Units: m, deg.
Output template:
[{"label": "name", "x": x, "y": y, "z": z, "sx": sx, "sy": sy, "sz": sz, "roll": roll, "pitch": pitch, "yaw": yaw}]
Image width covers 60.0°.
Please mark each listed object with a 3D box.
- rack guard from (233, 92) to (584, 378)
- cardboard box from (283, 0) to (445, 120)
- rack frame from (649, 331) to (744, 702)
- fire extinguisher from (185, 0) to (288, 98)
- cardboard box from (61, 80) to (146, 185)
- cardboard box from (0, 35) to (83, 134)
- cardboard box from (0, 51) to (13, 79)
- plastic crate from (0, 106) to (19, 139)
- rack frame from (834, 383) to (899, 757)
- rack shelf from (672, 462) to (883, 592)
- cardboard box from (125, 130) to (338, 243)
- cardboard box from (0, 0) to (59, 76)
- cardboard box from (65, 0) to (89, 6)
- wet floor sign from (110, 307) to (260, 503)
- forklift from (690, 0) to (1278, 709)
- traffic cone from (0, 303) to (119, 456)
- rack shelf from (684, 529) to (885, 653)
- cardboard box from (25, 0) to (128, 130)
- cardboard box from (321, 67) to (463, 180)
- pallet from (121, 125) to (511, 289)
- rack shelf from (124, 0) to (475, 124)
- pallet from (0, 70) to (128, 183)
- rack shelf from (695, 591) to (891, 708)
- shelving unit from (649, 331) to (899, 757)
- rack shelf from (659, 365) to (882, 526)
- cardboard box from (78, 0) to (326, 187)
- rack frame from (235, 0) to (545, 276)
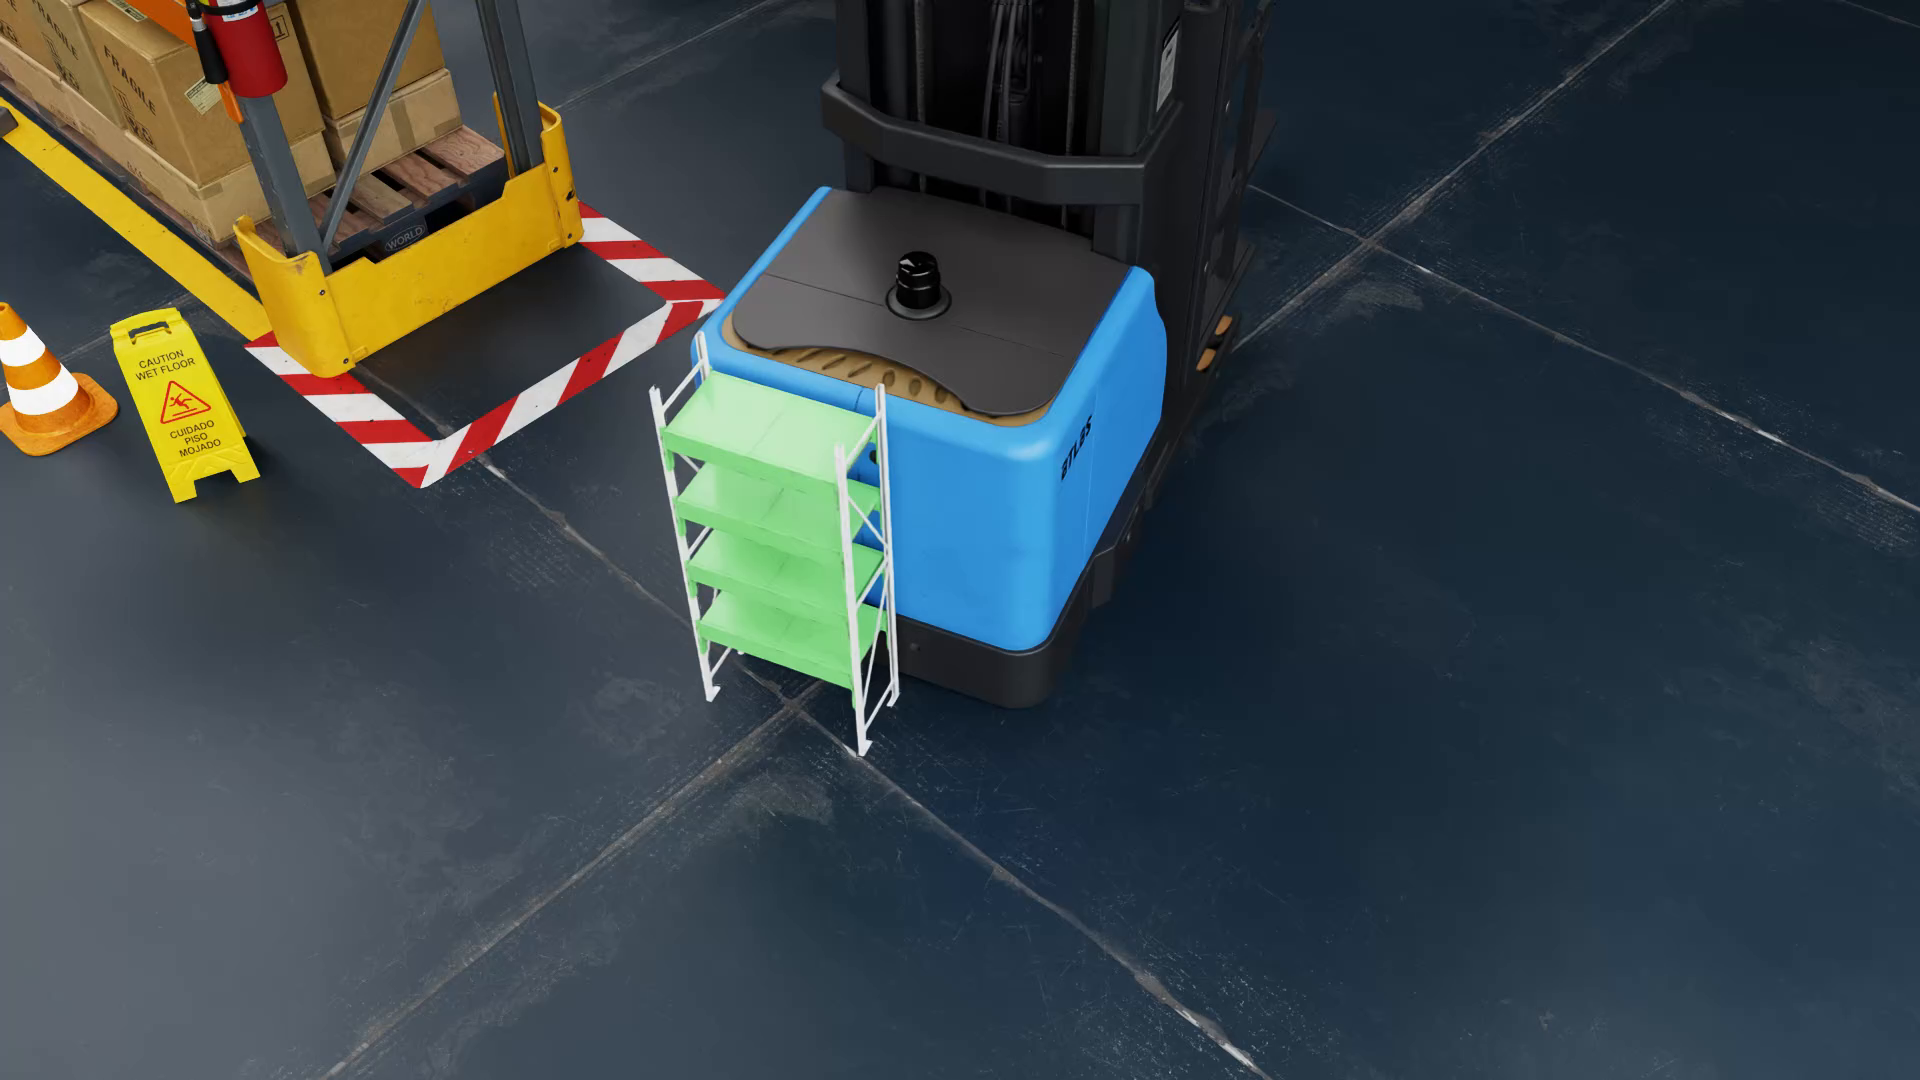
[{"label": "rack guard", "x": -1.931, "y": -1.112, "z": 5.951, "sx": 0.348, "sy": 0.500, "sz": 1.175, "roll": 34, "pitch": 55, "yaw": 28}, {"label": "cardboard box", "x": -2.298, "y": -1.948, "z": 6.105, "sx": 0.500, "sy": 0.500, "sz": 0.500, "roll": 32, "pitch": 55, "yaw": 27}, {"label": "rack frame", "x": -0.680, "y": -0.022, "z": 4.447, "sx": 0.015, "sy": 1.200, "sz": 0.240, "roll": 17, "pitch": 50, "yaw": 16}, {"label": "fire extinguisher", "x": -2.104, "y": -1.600, "z": 4.748, "sx": 0.183, "sy": 0.674, "sz": 0.296, "roll": 34, "pitch": 55, "yaw": 28}, {"label": "cardboard box", "x": -3.027, "y": -1.649, "z": 6.339, "sx": 0.500, "sy": 0.250, "sz": 0.500, "roll": 34, "pitch": 55, "yaw": 28}, {"label": "cardboard box", "x": -3.415, "y": -1.905, "z": 6.579, "sx": 0.500, "sy": 0.250, "sz": 0.500, "roll": 32, "pitch": 55, "yaw": 26}, {"label": "cardboard box", "x": -3.773, "y": -2.156, "z": 6.814, "sx": 0.500, "sy": 0.250, "sz": 0.500, "roll": 33, "pitch": 55, "yaw": 27}, {"label": "plastic crate", "x": -4.217, "y": -1.693, "z": 6.785, "sx": 0.583, "sy": 0.080, "sz": 0.402, "roll": 17, "pitch": 49, "yaw": 15}, {"label": "rack frame", "x": -0.232, "y": 0.119, "z": 4.314, "sx": 0.015, "sy": 1.200, "sz": 0.240, "roll": 17, "pitch": 50, "yaw": 16}, {"label": "rack shelf", "x": -0.456, "y": -0.072, "z": 4.252, "sx": 0.480, "sy": 0.148, "sz": 0.258, "roll": 17, "pitch": 50, "yaw": 16}, {"label": "cardboard box", "x": -2.669, "y": -1.400, "z": 6.105, "sx": 0.500, "sy": 0.250, "sz": 0.500, "roll": 34, "pitch": 55, "yaw": 28}, {"label": "cardboard box", "x": -3.393, "y": -2.156, "z": 6.300, "sx": 0.500, "sy": 0.500, "sz": 0.500, "roll": 33, "pitch": 55, "yaw": 27}, {"label": "cardboard box", "x": -2.956, "y": -2.014, "z": 5.722, "sx": 0.250, "sy": 0.149, "sz": 0.380, "roll": 36, "pitch": 56, "yaw": 29}, {"label": "wet floor sign", "x": -2.461, "y": -0.457, "z": 5.237, "sx": 0.267, "sy": 0.644, "sz": 0.232, "roll": -21, "pitch": 50, "yaw": -18}, {"label": "forklift", "x": 0.335, "y": -1.617, "z": 4.758, "sx": 1.130, "sy": 2.935, "sz": 3.031, "roll": 17, "pitch": 49, "yaw": 16}, {"label": "traffic cone", "x": -3.066, "y": -0.584, "z": 5.480, "sx": 0.334, "sy": 0.463, "sz": 0.336, "roll": 34, "pitch": 55, "yaw": 28}, {"label": "rack shelf", "x": -0.456, "y": 0.092, "z": 4.427, "sx": 0.480, "sy": 0.148, "sz": 0.258, "roll": 17, "pitch": 50, "yaw": 16}, {"label": "cardboard box", "x": -3.027, "y": -1.902, "z": 6.062, "sx": 0.500, "sy": 0.500, "sz": 0.500, "roll": 36, "pitch": 56, "yaw": 29}, {"label": "cardboard box", "x": -2.280, "y": -1.680, "z": 6.368, "sx": 0.500, "sy": 0.250, "sz": 0.500, "roll": 33, "pitch": 55, "yaw": 27}, {"label": "pallet", "x": -2.504, "y": -1.434, "z": 6.452, "sx": 1.213, "sy": 0.211, "sz": 1.003, "roll": 34, "pitch": 55, "yaw": 28}, {"label": "rack shelf", "x": -3.345, "y": -2.673, "z": 6.196, "sx": 4.000, "sy": 0.370, "sz": 1.077, "roll": 34, "pitch": 55, "yaw": 28}, {"label": "pallet", "x": -3.396, "y": -2.037, "z": 7.018, "sx": 1.213, "sy": 0.211, "sz": 1.003, "roll": 34, "pitch": 55, "yaw": 28}, {"label": "rack shelf", "x": -0.455, "y": 0.255, "z": 4.603, "sx": 0.480, "sy": 0.148, "sz": 0.258, "roll": 17, "pitch": 50, "yaw": 16}, {"label": "shelving unit", "x": -0.456, "y": 0.048, "z": 4.381, "sx": 0.503, "sy": 1.200, "sz": 0.258, "roll": 17, "pitch": 50, "yaw": 16}, {"label": "rack shelf", "x": -0.457, "y": -0.235, "z": 4.076, "sx": 0.480, "sy": 0.148, "sz": 0.258, "roll": 17, "pitch": 50, "yaw": 16}, {"label": "cardboard box", "x": -2.641, "y": -1.646, "z": 5.822, "sx": 0.500, "sy": 0.500, "sz": 0.500, "roll": 34, "pitch": 56, "yaw": 28}, {"label": "rack frame", "x": -1.875, "y": -1.930, "z": 5.005, "sx": 0.127, "sy": 3.000, "sz": 1.000, "roll": 34, "pitch": 55, "yaw": 28}]
